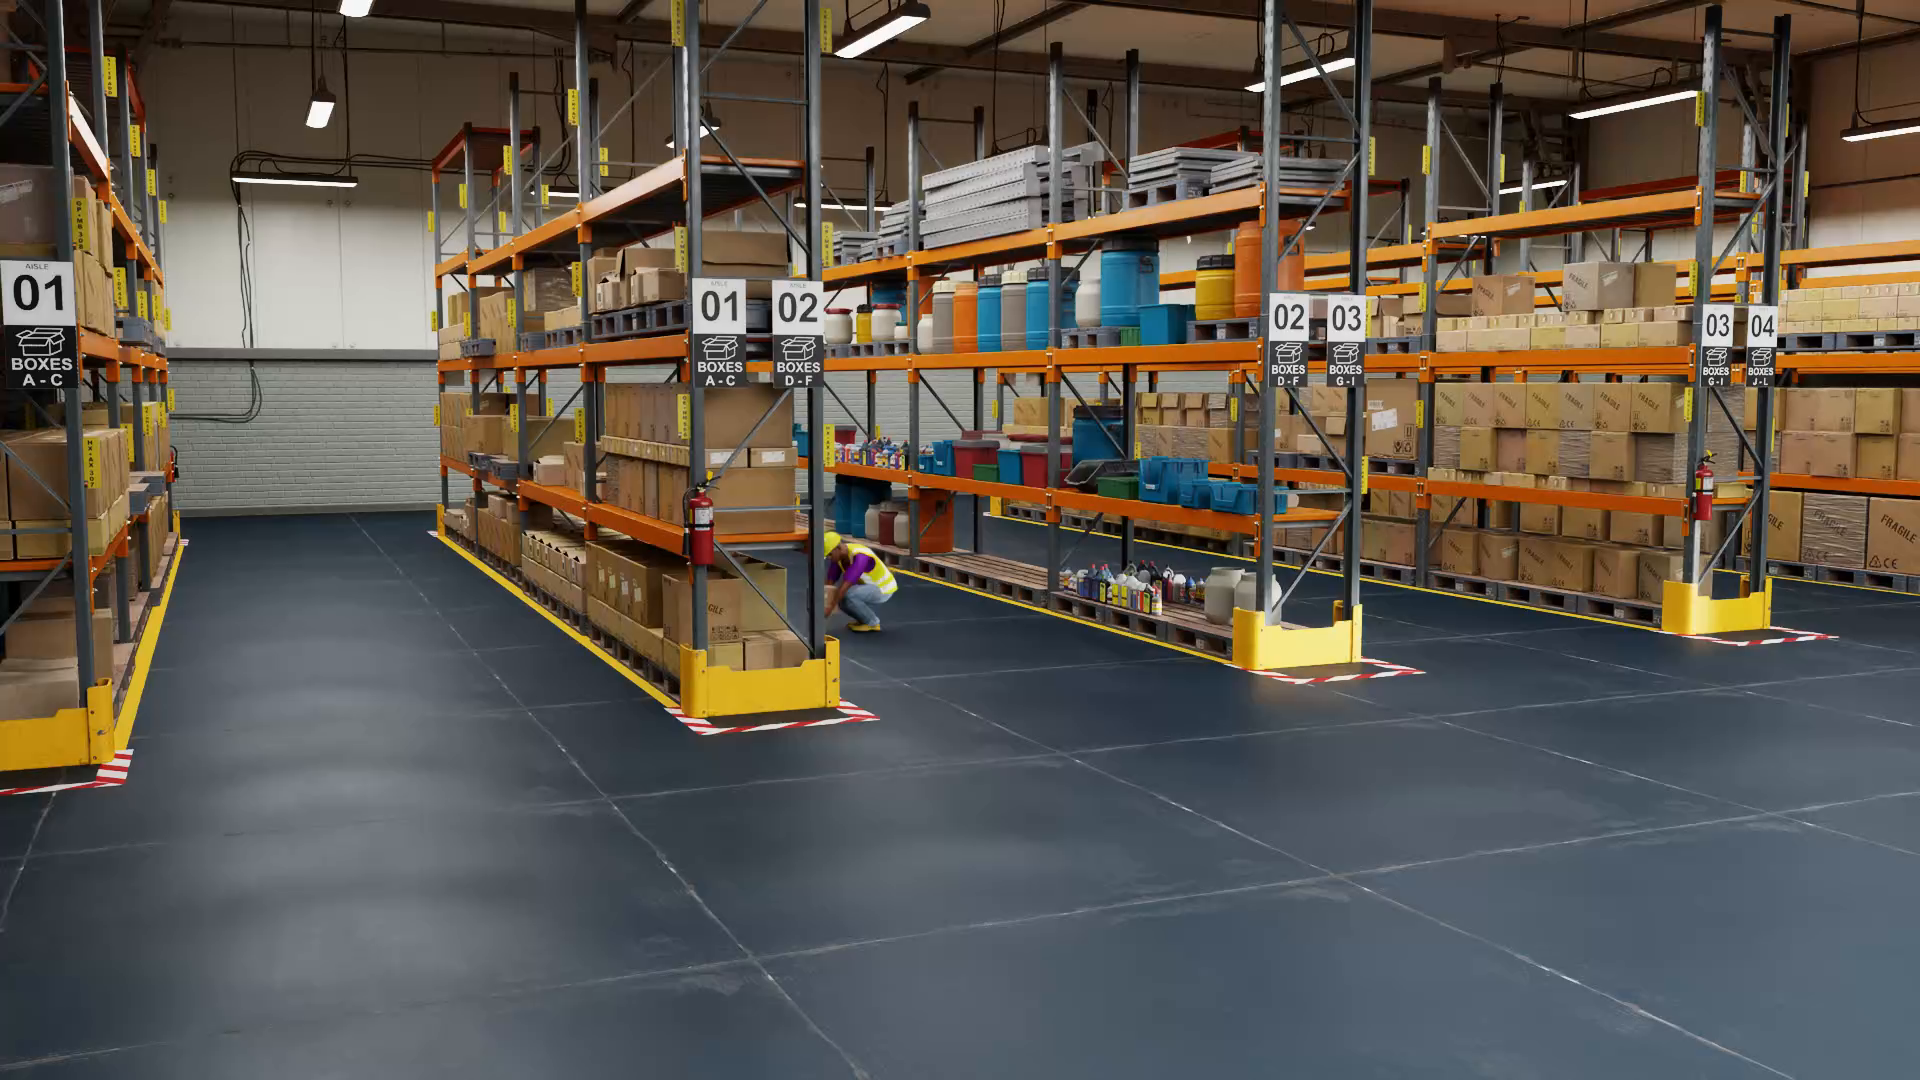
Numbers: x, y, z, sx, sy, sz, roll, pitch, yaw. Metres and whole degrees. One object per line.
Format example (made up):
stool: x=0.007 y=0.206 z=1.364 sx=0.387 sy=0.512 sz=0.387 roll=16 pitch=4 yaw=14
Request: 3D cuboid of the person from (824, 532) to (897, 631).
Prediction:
person: x=-1.049 y=0.405 z=16.461 sx=0.865 sy=1.002 sz=0.587 roll=-2 pitch=6 yaw=-24
